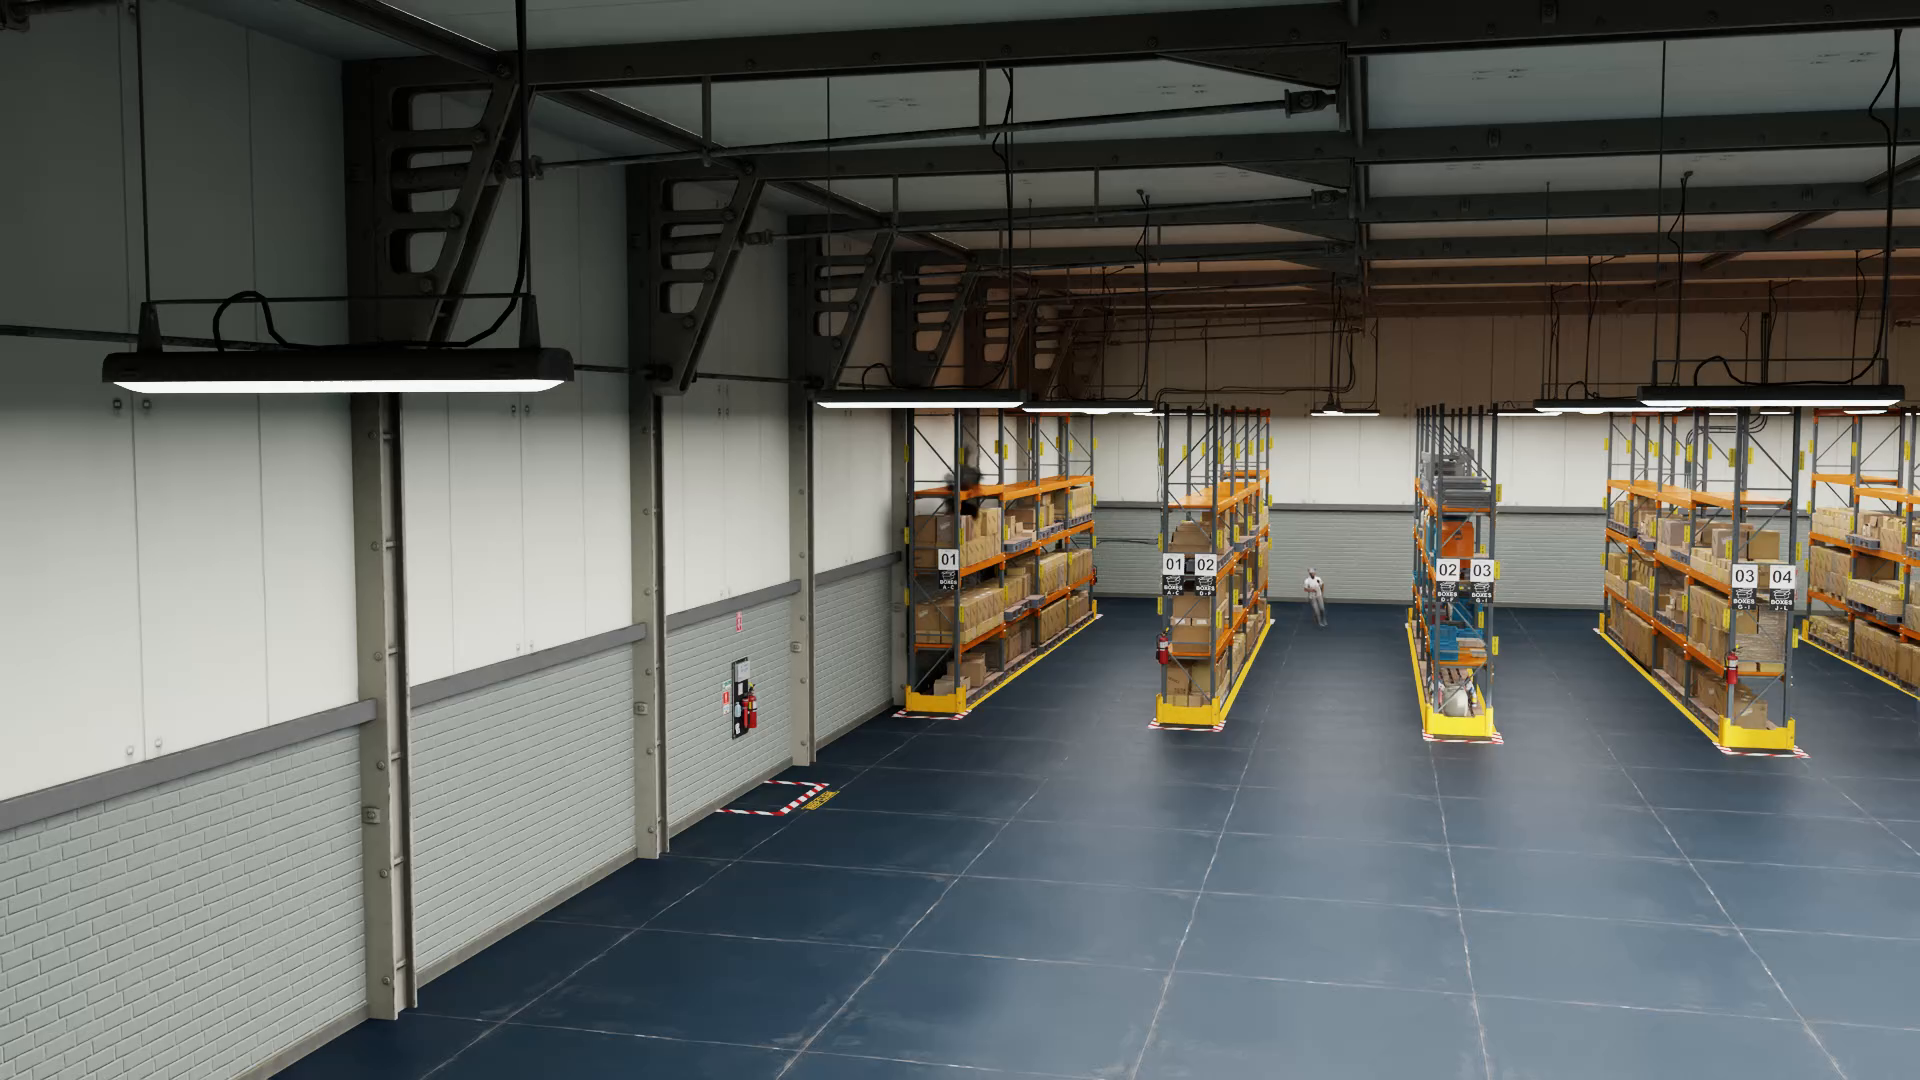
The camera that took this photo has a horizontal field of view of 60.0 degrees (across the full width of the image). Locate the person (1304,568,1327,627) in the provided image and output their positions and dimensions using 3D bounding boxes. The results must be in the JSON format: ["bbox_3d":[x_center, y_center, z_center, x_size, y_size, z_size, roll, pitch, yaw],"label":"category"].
[{"bbox_3d":[9.777,1.577,45.716,0.660,1.635,0.604,0,4,4],"label":"person"}]

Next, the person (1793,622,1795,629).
[{"bbox_3d":[21.977,1.634,44.222,0.719,1.812,0.650,-1,4,-9],"label":"person"}]
